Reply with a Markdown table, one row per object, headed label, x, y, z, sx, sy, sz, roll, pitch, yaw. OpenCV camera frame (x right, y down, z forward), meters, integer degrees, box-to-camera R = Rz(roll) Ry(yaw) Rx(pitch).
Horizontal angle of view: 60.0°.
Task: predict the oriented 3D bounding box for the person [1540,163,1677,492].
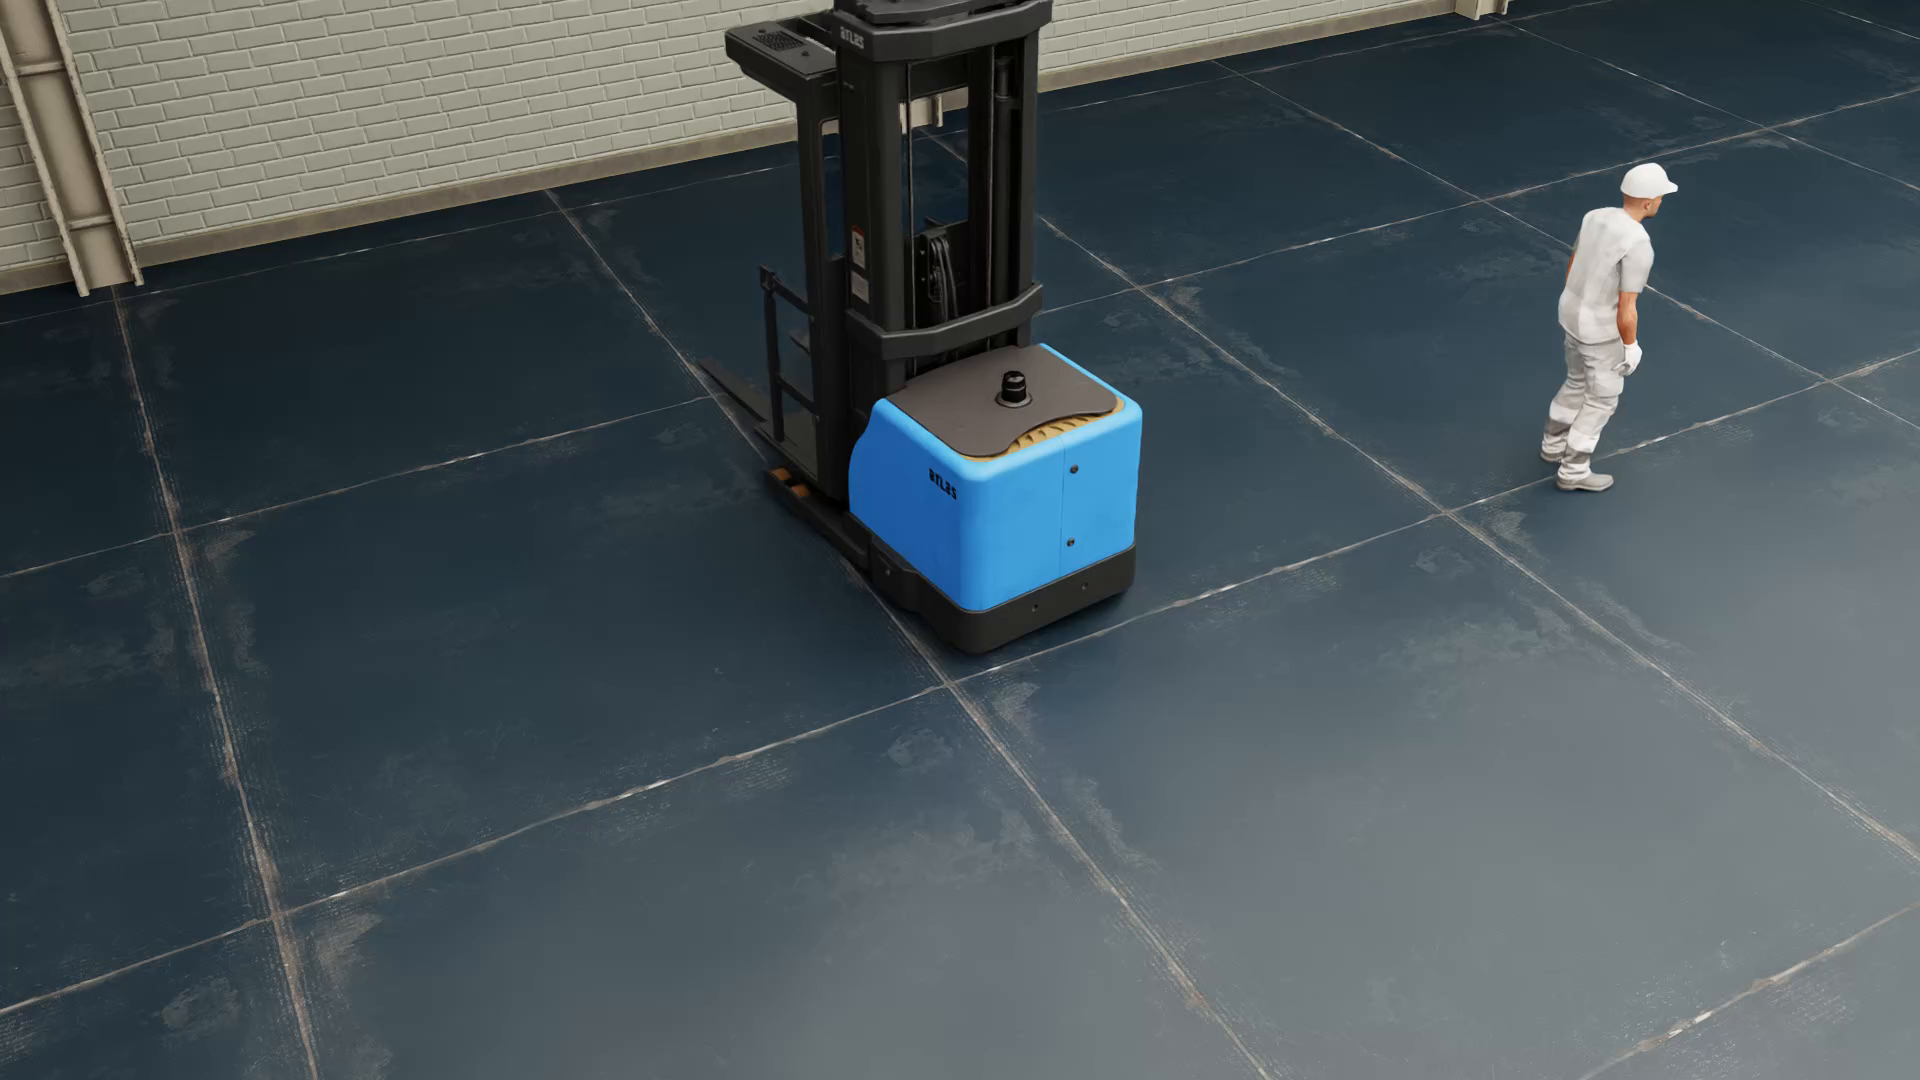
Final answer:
| label | x | y | z | sx | sy | sz | roll | pitch | yaw |
| --- | --- | --- | --- | --- | --- | --- | --- | --- | --- |
| person | 3.360 | -1.109 | 8.695 | 0.438 | 1.778 | 0.608 | -6 | 36 | -9 |

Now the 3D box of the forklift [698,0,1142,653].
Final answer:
| label | x | y | z | sx | sy | sz | roll | pitch | yaw |
| --- | --- | --- | --- | --- | --- | --- | --- | --- | --- |
| forklift | -0.397 | -1.471 | 8.204 | 1.130 | 2.935 | 3.031 | -22 | 41 | -28 |
